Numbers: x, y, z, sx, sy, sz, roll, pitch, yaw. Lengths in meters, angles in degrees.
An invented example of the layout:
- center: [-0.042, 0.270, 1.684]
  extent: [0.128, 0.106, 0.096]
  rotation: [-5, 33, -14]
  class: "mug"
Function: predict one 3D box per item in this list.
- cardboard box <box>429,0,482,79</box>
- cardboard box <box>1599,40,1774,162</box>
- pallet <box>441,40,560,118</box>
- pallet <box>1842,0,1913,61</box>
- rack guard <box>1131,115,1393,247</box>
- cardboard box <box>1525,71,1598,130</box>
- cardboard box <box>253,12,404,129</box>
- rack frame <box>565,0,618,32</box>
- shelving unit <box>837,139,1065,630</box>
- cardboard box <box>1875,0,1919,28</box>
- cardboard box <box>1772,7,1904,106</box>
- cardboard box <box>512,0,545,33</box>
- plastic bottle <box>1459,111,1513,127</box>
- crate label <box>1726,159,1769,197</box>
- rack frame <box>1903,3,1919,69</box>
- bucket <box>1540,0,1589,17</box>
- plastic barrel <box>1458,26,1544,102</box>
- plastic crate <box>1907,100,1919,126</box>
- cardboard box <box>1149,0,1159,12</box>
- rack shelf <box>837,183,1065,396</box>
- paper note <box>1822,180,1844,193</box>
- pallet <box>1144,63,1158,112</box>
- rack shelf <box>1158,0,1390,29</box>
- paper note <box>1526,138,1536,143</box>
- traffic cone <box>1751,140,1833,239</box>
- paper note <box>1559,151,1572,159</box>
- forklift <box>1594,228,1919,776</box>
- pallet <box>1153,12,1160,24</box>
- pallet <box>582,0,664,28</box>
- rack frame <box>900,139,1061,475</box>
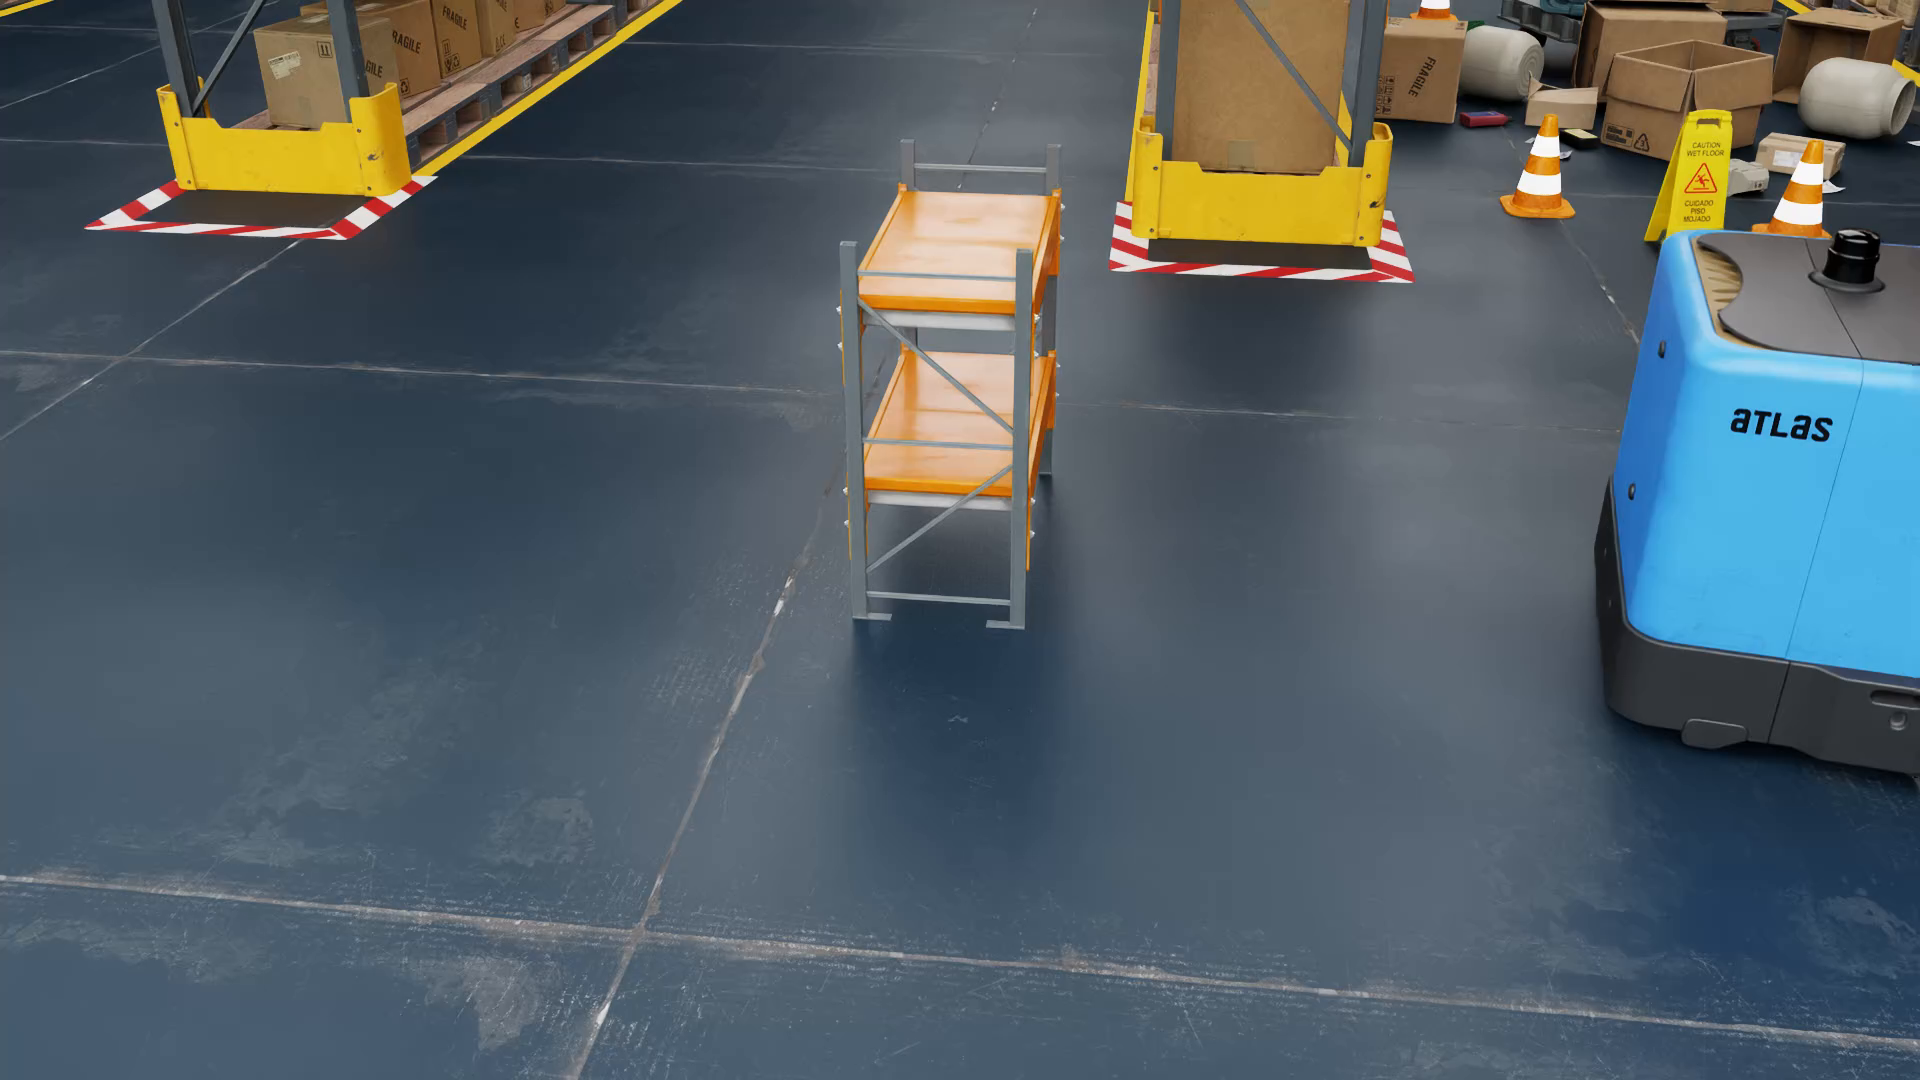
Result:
- center: [-3.264, -3.109, 10.051]
  extent: [0.500, 0.500, 0.500]
  rotation: [6, 29, 11]
  class: "cardboard box"
- center: [4.046, -2.454, 9.274]
  extent: [0.797, 0.503, 0.637]
  rotation: [-17, 33, -29]
  class: "cardboard box"
- center: [-3.196, -2.916, 10.440]
  extent: [1.003, 0.211, 1.213]
  rotation: [3, 28, 6]
  class: "pallet"
- center: [6.928, -3.601, 11.711]
  extent: [1.003, 0.211, 1.213]
  rotation: [3, 28, 6]
  class: "pallet"
- center: [1.416, -1.707, 7.892]
  extent: [1.175, 0.500, 0.348]
  rotation: [3, 28, 6]
  class: "rack guard"
- center: [3.526, -2.582, 9.763]
  extent: [0.396, 0.266, 0.258]
  rotation: [8, 29, 15]
  class: "cardboard box"
- center: [-3.399, -2.532, 8.980]
  extent: [0.500, 0.500, 0.500]
  rotation: [9, 30, 16]
  class: "cardboard box"
- center: [-3.002, -5.038, 11.438]
  extent: [1.000, 3.000, 0.127]
  rotation: [3, 28, 6]
  class: "rack frame"
- center: [0.001, -0.498, 4.989]
  extent: [0.538, 1.125, 1.048]
  rotation: [3, 28, 6]
  class: "shelving unit"
- center: [6.895, -3.737, 11.351]
  extent: [0.950, 0.372, 0.625]
  rotation: [4, 29, 7]
  class: "cardboard box"
- center: [5.352, -2.937, 10.172]
  extent: [0.500, 0.500, 0.500]
  rotation: [-24, 36, -37]
  class: "cardboard box"
- center: [-3.153, -3.666, 11.085]
  extent: [0.500, 0.500, 0.500]
  rotation: [13, 31, 22]
  class: "cardboard box"
- center: [3.100, -2.478, 9.785]
  extent: [0.283, 0.061, 0.133]
  rotation: [-6, 29, -11]
  class: "plastic bottle"
- center: [4.007, -1.874, 8.584]
  extent: [0.250, 0.136, 0.298]
  rotation: [-11, 30, -20]
  class: "crate label"
- center: [6.834, -4.462, 10.369]
  extent: [1.000, 3.000, 0.127]
  rotation: [3, 28, 6]
  class: "rack frame"
- center: [4.180, -3.732, 10.863]
  extent: [0.726, 0.611, 0.620]
  rotation: [14, 21, 24]
  class: "bucket"
- center: [3.292, -2.944, 10.269]
  extent: [0.421, 0.421, 0.512]
  rotation: [-24, 36, -37]
  class: "plastic barrel"
- center: [5.827, -2.485, 9.778]
  extent: [0.402, 0.080, 0.583]
  rotation: [-6, 29, -11]
  class: "plastic crate"
- center: [1.895, -4.194, 11.801]
  extent: [1.050, 0.750, 0.750]
  rotation: [3, 28, 6]
  class: "cardboard box"
- center: [0.001, -0.756, 4.850]
  extent: [0.538, 0.278, 1.000]
  rotation: [3, 28, 6]
  class: "rack shelf"
- center: [4.484, -1.832, 8.619]
  extent: [0.148, 0.019, 0.142]
  rotation: [-6, 29, -11]
  class: "paper note"
- center: [1.591, -2.545, 9.751]
  extent: [1.003, 0.211, 1.213]
  rotation: [3, 28, 6]
  class: "pallet"
- center: [1.664, -3.444, 9.238]
  extent: [1.077, 0.370, 4.000]
  rotation: [3, 28, 6]
  class: "rack shelf"
- center: [3.252, -2.275, 9.463]
  extent: [0.032, 0.001, 0.123]
  rotation: [20, 34, 32]
  class: "paper note"
- center: [3.973, -1.644, 7.813]
  extent: [0.336, 0.463, 0.334]
  rotation: [3, 28, 6]
  class: "traffic cone"
- center: [3.290, -2.131, 9.175]
  extent: [0.144, 0.017, 0.142]
  rotation: [14, 31, 24]
  class: "paper note"
- center: [3.254, -0.801, 3.647]
  extent: [3.031, 2.935, 1.130]
  rotation: [8, 29, 15]
  class: "forklift"
- center: [1.928, -3.842, 12.158]
  extent: [1.003, 0.211, 1.213]
  rotation: [3, 28, 6]
  class: "pallet"
- center: [-2.908, -4.177, 12.780]
  extent: [1.003, 0.211, 1.213]
  rotation: [3, 28, 6]
  class: "pallet"
- center: [0.063, -0.738, 5.433]
  extent: [0.500, 1.125, 0.032]
  rotation: [3, 28, 6]
  class: "rack frame"
